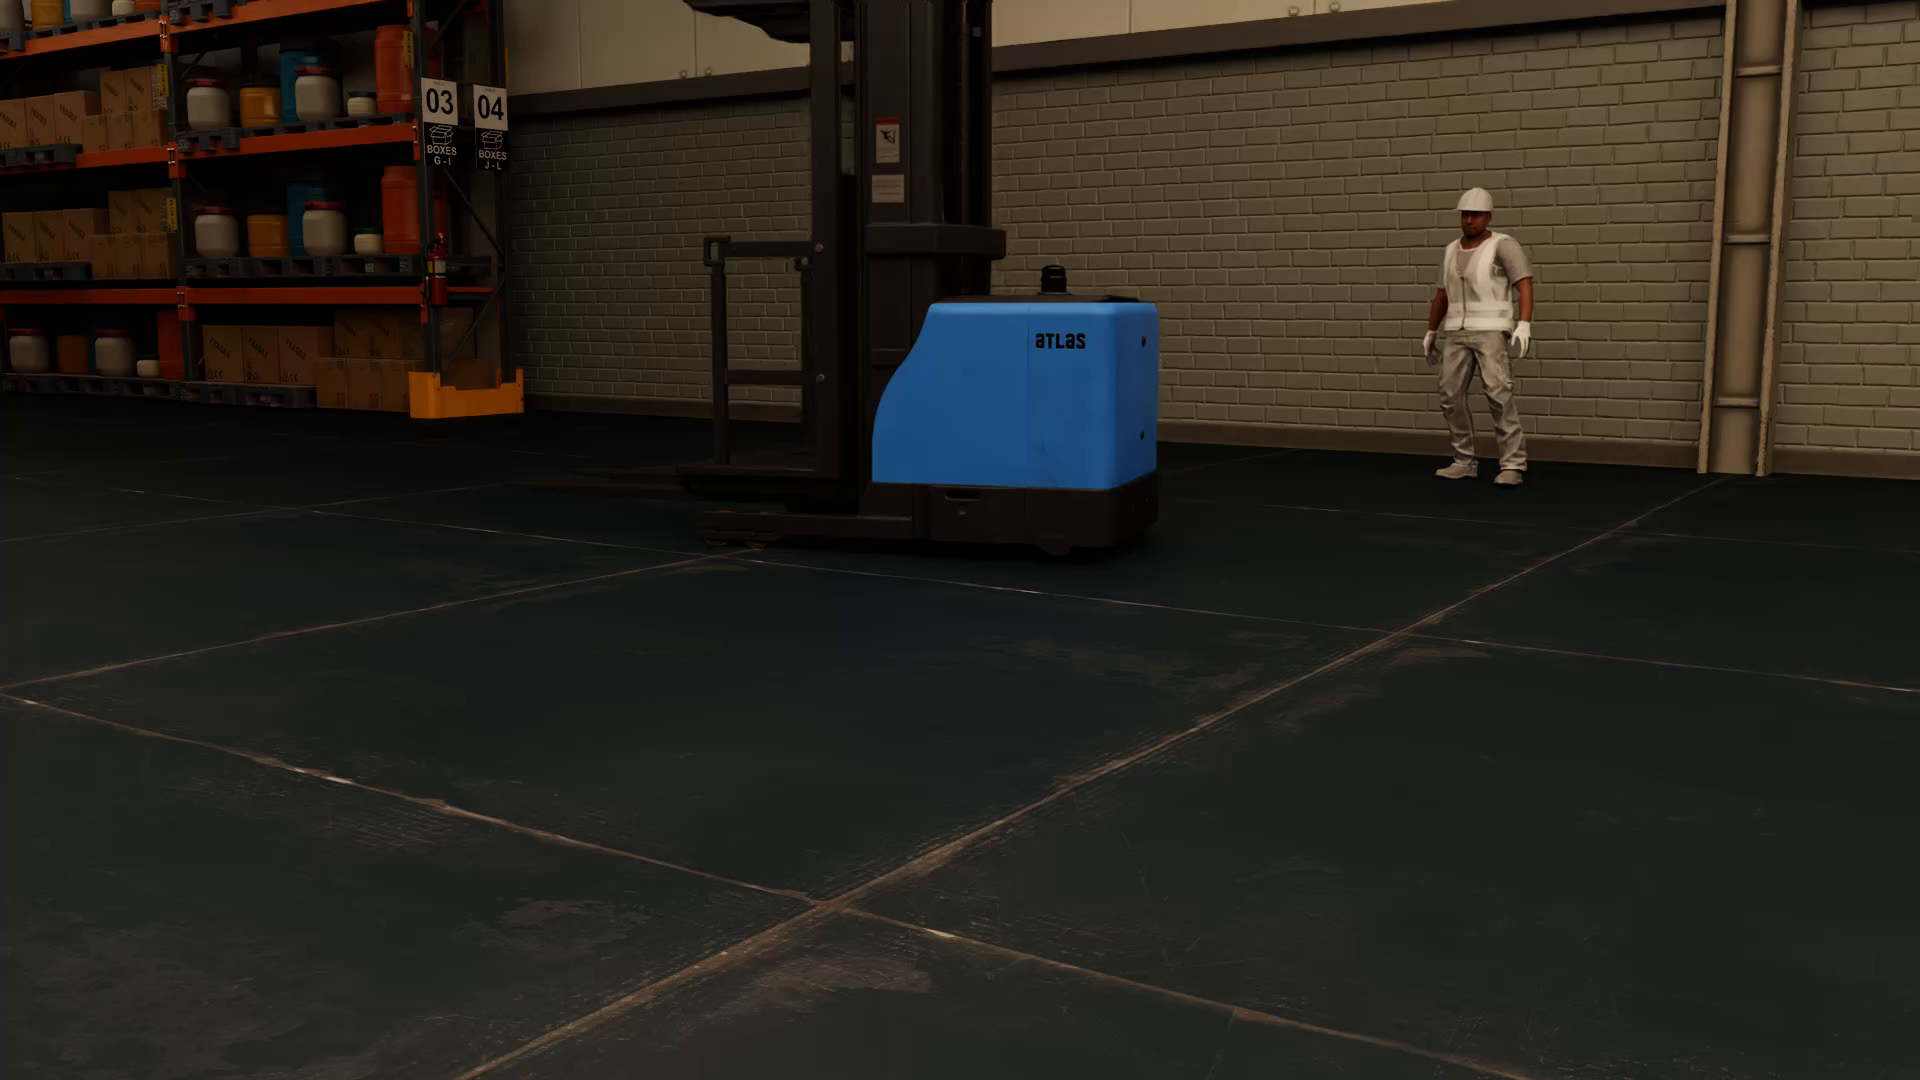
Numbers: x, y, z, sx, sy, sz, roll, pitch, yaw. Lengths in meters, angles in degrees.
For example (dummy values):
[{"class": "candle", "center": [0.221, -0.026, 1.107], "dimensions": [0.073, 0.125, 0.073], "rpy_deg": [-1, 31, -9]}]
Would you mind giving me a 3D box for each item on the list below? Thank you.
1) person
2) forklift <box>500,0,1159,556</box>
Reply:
[{"class": "person", "center": [3.115, -1.231, 10.036], "dimensions": [0.417, 1.755, 0.811], "rpy_deg": [-6, 10, -38]}, {"class": "forklift", "center": [-0.652, -1.480, 7.600], "dimensions": [3.031, 2.935, 1.130], "rpy_deg": [3, 8, 18]}]
